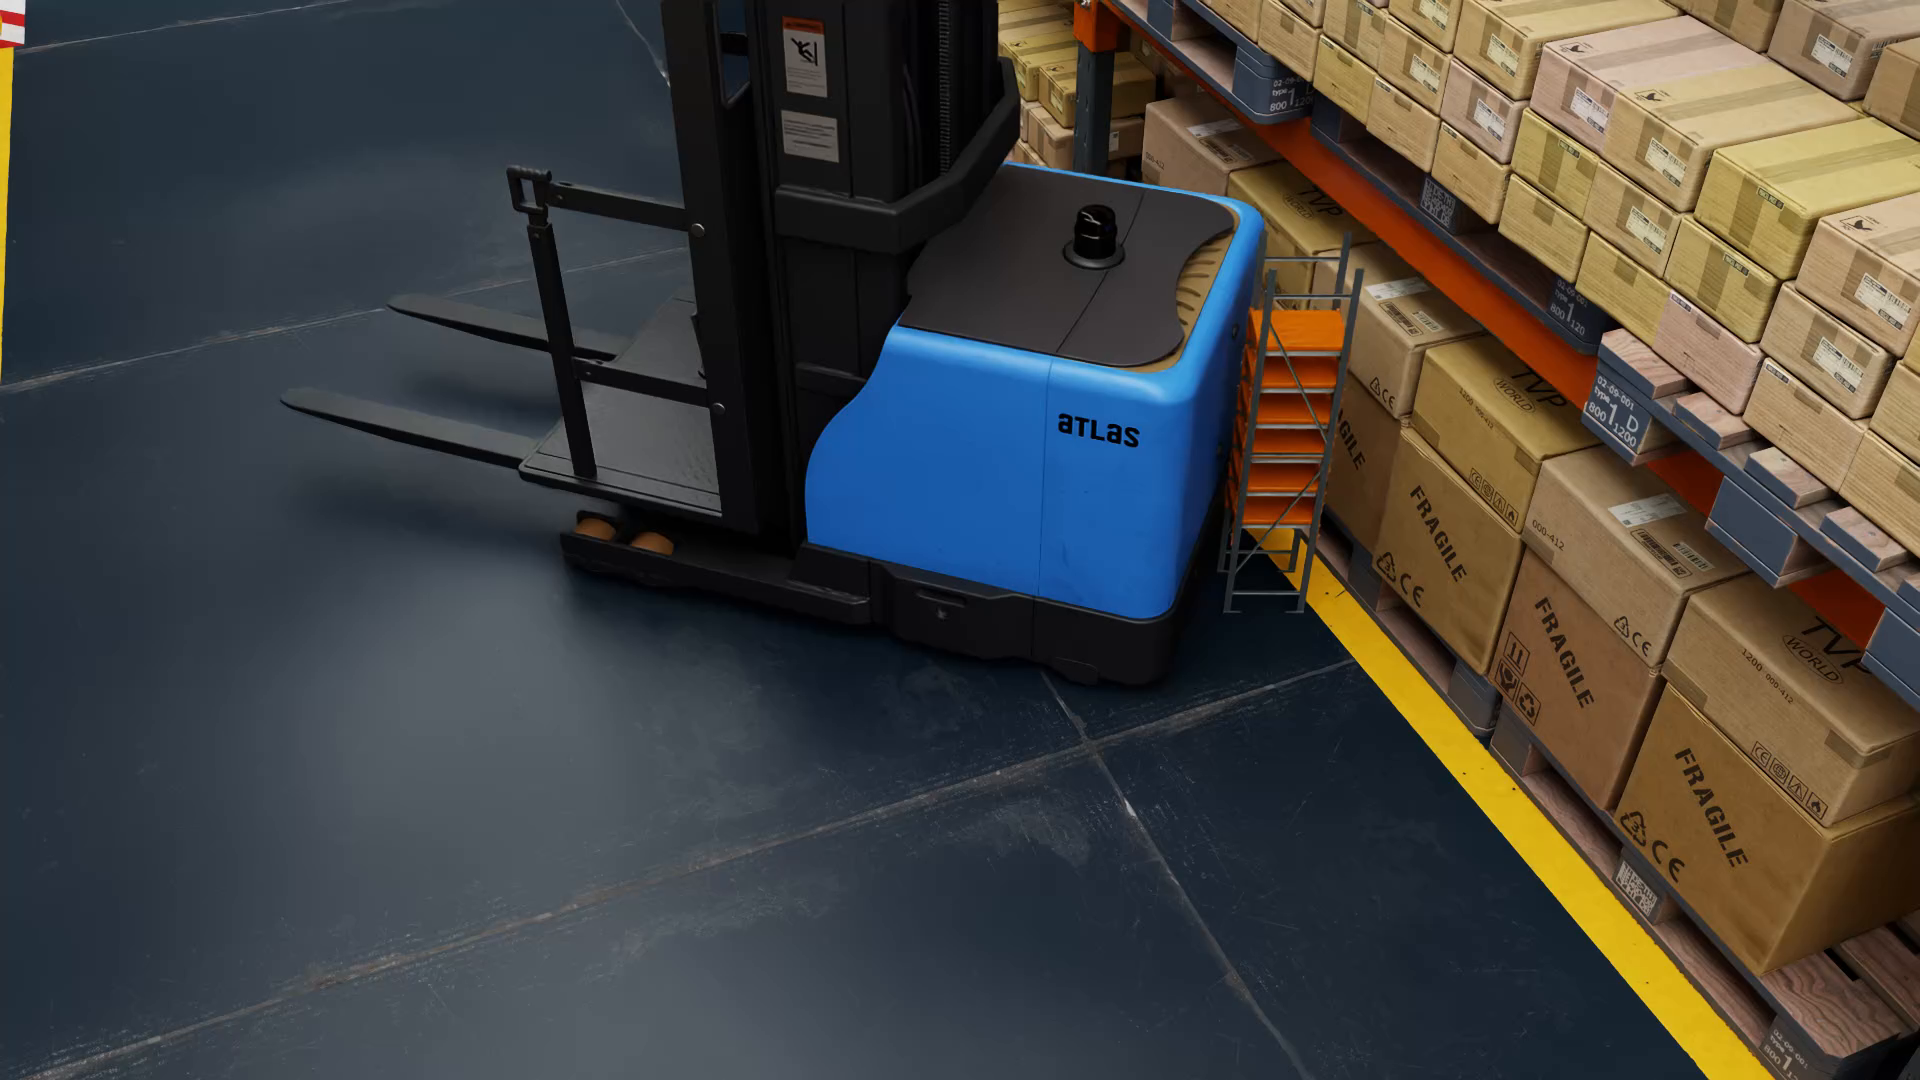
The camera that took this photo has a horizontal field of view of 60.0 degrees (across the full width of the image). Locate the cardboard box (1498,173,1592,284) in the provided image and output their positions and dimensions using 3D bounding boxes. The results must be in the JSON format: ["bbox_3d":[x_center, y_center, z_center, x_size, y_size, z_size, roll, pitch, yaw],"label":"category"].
[{"bbox_3d":[1.428,-0.727,3.665,0.380,0.149,0.250,-17,44,-19],"label":"cardboard box"}]

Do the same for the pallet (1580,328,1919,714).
[{"bbox_3d":[2.059,-0.193,3.320,1.213,0.211,1.003,-15,43,-17],"label":"pallet"}]

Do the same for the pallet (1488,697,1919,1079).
[{"bbox_3d":[2.132,0.724,4.247,1.003,0.211,1.213,-15,43,-17],"label":"pallet"}]

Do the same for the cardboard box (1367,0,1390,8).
[{"bbox_3d":[1.121,-1.431,4.028,0.380,0.149,0.250,-14,43,-15],"label":"cardboard box"}]

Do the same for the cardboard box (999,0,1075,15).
[{"bbox_3d":[0.259,-2.193,6.908,0.380,0.149,0.250,-14,43,-15],"label":"cardboard box"}]

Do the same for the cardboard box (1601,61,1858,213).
[{"bbox_3d":[1.519,-0.803,3.297,0.380,0.149,0.250,-14,43,-16],"label":"cardboard box"}]

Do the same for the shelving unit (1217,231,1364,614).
[{"bbox_3d":[0.908,-0.294,4.669,0.258,1.200,0.189,0,41,1],"label":"shelving unit"}]

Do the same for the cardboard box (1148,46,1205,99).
[{"bbox_3d":[0.959,-1.835,6.492,0.380,0.149,0.250,-13,42,-15],"label":"cardboard box"}]

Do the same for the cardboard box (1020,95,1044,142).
[{"bbox_3d":[0.370,-1.734,6.602,0.380,0.149,0.250,-17,44,-19],"label":"cardboard box"}]

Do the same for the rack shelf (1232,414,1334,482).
[{"bbox_3d":[0.908,-0.260,4.698,0.258,0.103,0.180,0,41,1],"label":"rack shelf"}]

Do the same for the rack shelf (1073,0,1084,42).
[{"bbox_3d":[0.134,-3.204,7.227,1.077,0.370,4.000,-15,43,-17],"label":"rack shelf"}]

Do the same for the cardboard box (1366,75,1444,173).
[{"bbox_3d":[1.223,-1.046,4.037,0.380,0.149,0.250,-17,44,-19],"label":"cardboard box"}]

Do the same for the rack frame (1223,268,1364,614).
[{"bbox_3d":[0.906,-0.234,4.600,0.240,1.200,0.006,0,41,1],"label":"rack frame"}]

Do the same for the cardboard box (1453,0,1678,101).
[{"bbox_3d":[1.326,-1.112,3.657,0.380,0.149,0.250,-13,42,-15],"label":"cardboard box"}]

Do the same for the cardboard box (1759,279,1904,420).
[{"bbox_3d":[1.717,-0.384,3.038,0.380,0.149,0.250,-14,43,-15],"label":"cardboard box"}]

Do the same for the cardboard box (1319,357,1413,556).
[{"bbox_3d":[1.354,-0.342,4.942,0.500,0.500,0.500,-14,43,-16],"label":"cardboard box"}]

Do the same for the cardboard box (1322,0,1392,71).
[{"bbox_3d":[1.132,-1.308,4.113,0.380,0.149,0.250,-16,43,-18],"label":"cardboard box"}]

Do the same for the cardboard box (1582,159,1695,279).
[{"bbox_3d":[1.518,-0.692,3.397,0.380,0.149,0.250,-15,43,-17],"label":"cardboard box"}]

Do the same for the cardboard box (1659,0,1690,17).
[{"bbox_3d":[1.830,-1.318,4.124,0.380,0.149,0.250,-14,43,-15],"label":"cardboard box"}]

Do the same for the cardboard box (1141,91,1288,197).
[{"bbox_3d":[0.938,-1.257,5.431,0.500,0.250,0.500,-17,44,-19],"label":"cardboard box"}]

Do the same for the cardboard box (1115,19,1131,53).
[{"bbox_3d":[0.766,-2.156,6.865,0.380,0.149,0.250,-16,43,-17],"label":"cardboard box"}]

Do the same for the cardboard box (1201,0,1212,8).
[{"bbox_3d":[0.829,-1.667,4.759,0.380,0.149,0.250,-15,43,-17],"label":"cardboard box"}]

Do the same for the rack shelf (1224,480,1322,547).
[{"bbox_3d":[0.909,-0.079,4.856,0.258,0.103,0.180,0,41,1],"label":"rack shelf"}]

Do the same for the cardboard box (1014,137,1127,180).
[{"bbox_3d":[0.435,-1.502,6.560,0.380,0.149,0.250,-15,43,-16],"label":"cardboard box"}]

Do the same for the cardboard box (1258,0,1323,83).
[{"bbox_3d":[1.022,-1.362,4.404,0.380,0.149,0.250,-17,44,-19],"label":"cardboard box"}]

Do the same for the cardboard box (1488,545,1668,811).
[{"bbox_3d":[1.742,0.281,4.218,0.500,0.500,0.500,-13,42,-15],"label":"cardboard box"}]

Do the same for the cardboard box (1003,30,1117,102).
[{"bbox_3d":[0.389,-1.869,6.532,0.380,0.149,0.250,-15,43,-16],"label":"cardboard box"}]

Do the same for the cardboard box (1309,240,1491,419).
[{"bbox_3d":[1.335,-0.628,4.700,0.500,0.250,0.500,-14,43,-15],"label":"cardboard box"}]

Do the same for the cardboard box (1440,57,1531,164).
[{"bbox_3d":[1.325,-1.000,3.755,0.380,0.149,0.250,-14,43,-16],"label":"cardboard box"}]

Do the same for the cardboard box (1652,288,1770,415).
[{"bbox_3d":[1.624,-0.414,3.301,0.380,0.149,0.250,-14,43,-16],"label":"cardboard box"}]

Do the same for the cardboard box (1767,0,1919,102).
[{"bbox_3d":[2.031,-1.111,3.656,0.380,0.149,0.250,-13,42,-15],"label":"cardboard box"}]

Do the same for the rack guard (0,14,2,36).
[{"bbox_3d":[-5.261,-2.572,7.857,1.175,0.500,0.348,-15,43,-17],"label":"rack guard"}]

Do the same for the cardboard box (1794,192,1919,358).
[{"bbox_3d":[1.725,-0.485,2.928,0.380,0.149,0.250,-16,43,-17],"label":"cardboard box"}]

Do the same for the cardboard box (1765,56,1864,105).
[{"bbox_3d":[2.028,-1.006,3.761,0.380,0.149,0.250,-15,43,-17],"label":"cardboard box"}]

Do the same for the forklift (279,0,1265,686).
[{"bbox_3d":[-0.694,-1.281,4.491,3.031,2.935,1.130,13,42,15],"label":"forklift"}]

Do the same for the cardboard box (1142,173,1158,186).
[{"bbox_3d":[0.937,-0.972,5.675,0.500,0.500,0.500,-14,43,-15],"label":"cardboard box"}]

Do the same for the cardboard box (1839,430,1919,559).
[{"bbox_3d":[1.817,-0.109,2.947,0.380,0.149,0.250,-14,43,-16],"label":"cardboard box"}]

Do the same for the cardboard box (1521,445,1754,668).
[{"bbox_3d":[1.723,-0.006,3.977,0.500,0.250,0.500,-15,43,-16],"label":"cardboard box"}]

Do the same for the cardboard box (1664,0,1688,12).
[{"bbox_3d":[1.836,-1.421,4.017,0.380,0.149,0.250,-16,43,-17],"label":"cardboard box"}]

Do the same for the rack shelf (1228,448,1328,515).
[{"bbox_3d":[0.909,-0.170,4.777,0.258,0.103,0.180,0,41,1],"label":"rack shelf"}]

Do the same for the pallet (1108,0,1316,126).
[{"bbox_3d":[1.058,-1.703,5.077,1.003,0.211,1.213,-15,43,-17],"label":"pallet"}]
